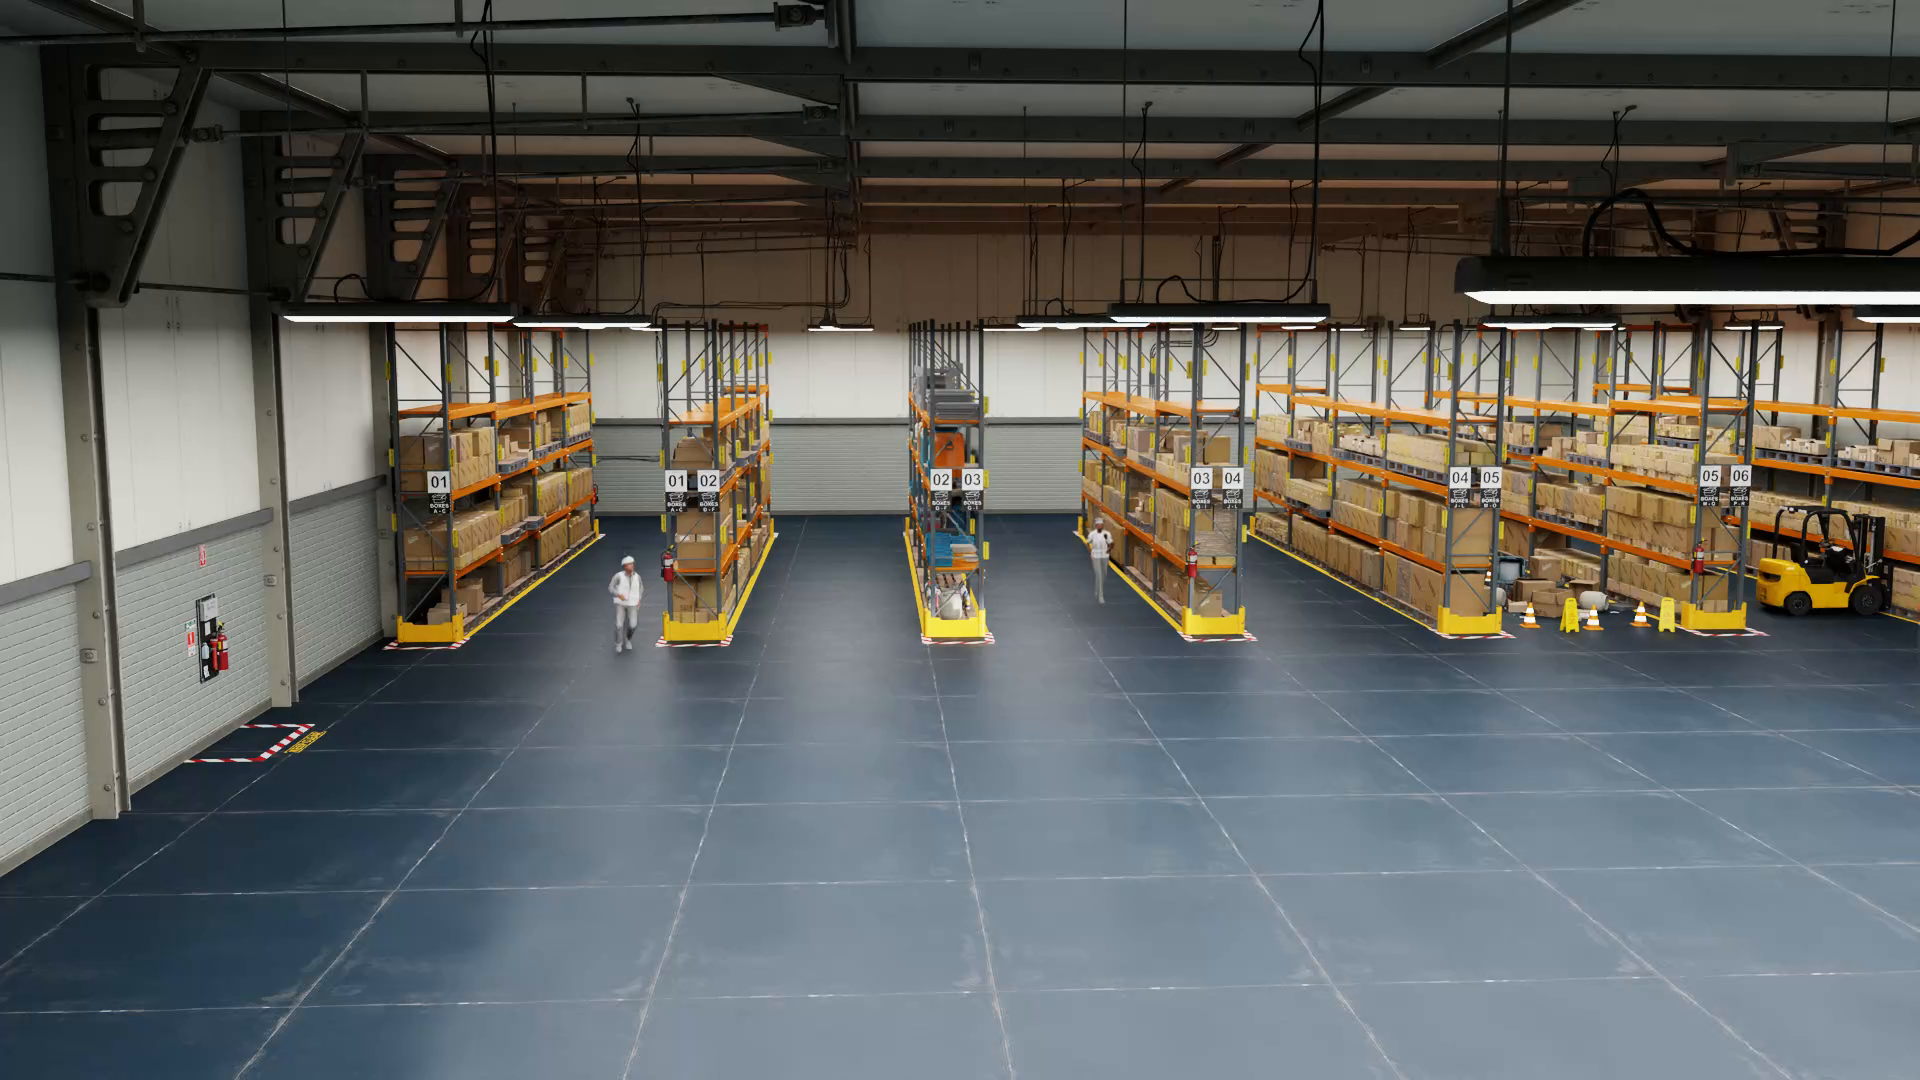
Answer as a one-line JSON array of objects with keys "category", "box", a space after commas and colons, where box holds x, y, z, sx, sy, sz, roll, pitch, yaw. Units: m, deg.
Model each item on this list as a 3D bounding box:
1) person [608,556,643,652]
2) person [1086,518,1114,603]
[{"category": "person", "box": [-6.038, 1.160, 30.173, 0.675, 1.715, 0.570, -3, 8, -21]}, {"category": "person", "box": [2.887, 0.391, 34.180, 0.574, 1.717, 0.735, -1, 7, -6]}]
